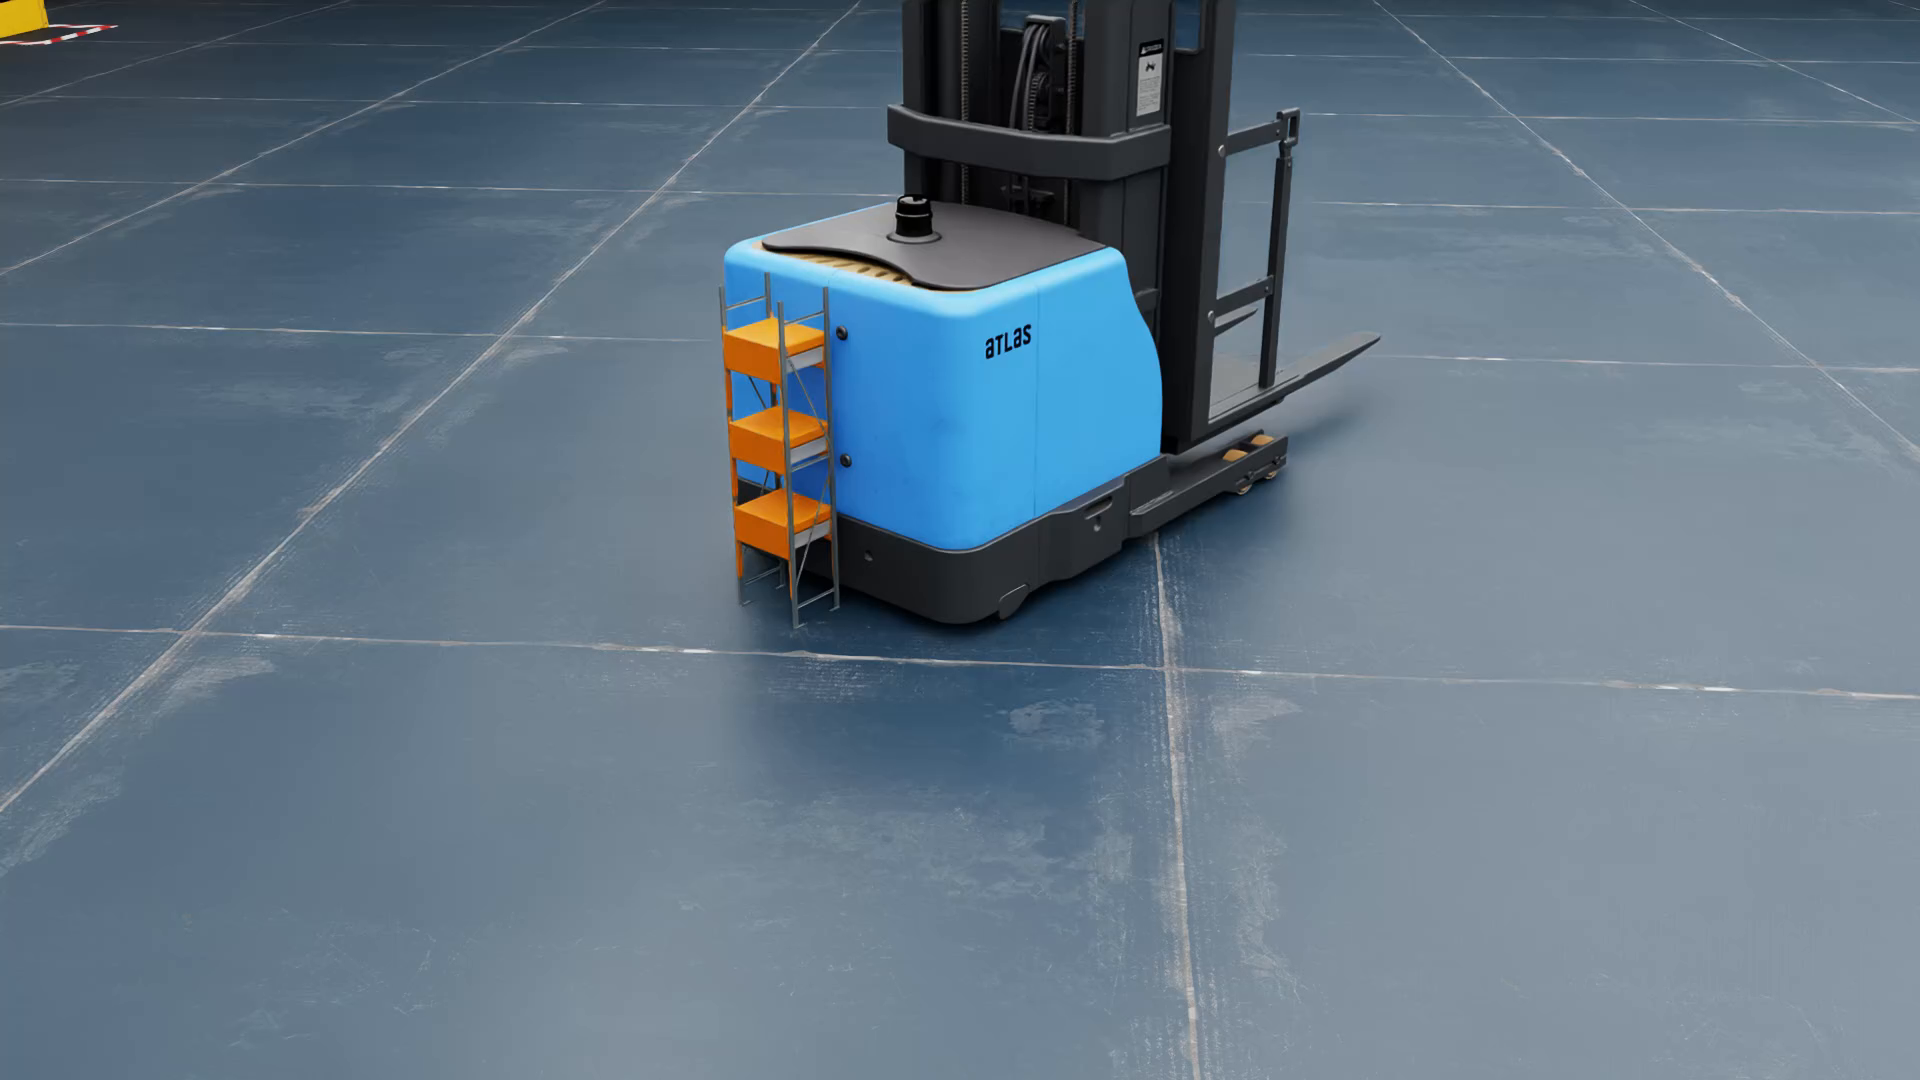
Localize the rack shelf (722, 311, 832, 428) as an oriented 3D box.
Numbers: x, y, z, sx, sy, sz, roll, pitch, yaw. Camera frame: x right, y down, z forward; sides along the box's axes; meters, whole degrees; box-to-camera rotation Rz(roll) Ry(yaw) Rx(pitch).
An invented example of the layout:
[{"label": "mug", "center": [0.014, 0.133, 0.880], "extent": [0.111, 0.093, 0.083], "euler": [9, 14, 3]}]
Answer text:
[{"label": "rack shelf", "center": [-0.543, -0.511, 4.950], "extent": [0.240, 0.259, 0.215], "euler": [19, 31, 36]}]

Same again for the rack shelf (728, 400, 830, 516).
[{"label": "rack shelf", "center": [-0.543, -0.253, 5.069], "extent": [0.240, 0.259, 0.215], "euler": [19, 31, 36]}]

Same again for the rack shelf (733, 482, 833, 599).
[{"label": "rack shelf", "center": [-0.542, -0.001, 5.186], "extent": [0.240, 0.259, 0.215], "euler": [19, 31, 36]}]

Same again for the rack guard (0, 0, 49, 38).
[{"label": "rack guard", "center": [-9.778, -5.398, 16.884], "extent": [0.348, 0.500, 1.175], "euler": [2, 25, 4]}]

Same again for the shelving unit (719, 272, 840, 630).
[{"label": "shelving unit", "center": [-0.543, -0.263, 5.064], "extent": [0.252, 1.050, 0.215], "euler": [19, 31, 36]}]

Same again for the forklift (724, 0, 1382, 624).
[{"label": "forklift", "center": [0.579, -1.618, 5.760], "extent": [1.130, 2.935, 3.031], "euler": [19, 31, 36]}]

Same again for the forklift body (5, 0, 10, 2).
[{"label": "forklift body", "center": [-11.356, -7.515, 19.509], "extent": [1.214, 2.155, 2.313], "euler": [2, 25, 4]}]

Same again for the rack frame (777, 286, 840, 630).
[{"label": "rack frame", "center": [-0.449, -0.230, 4.993], "extent": [0.008, 1.050, 0.200], "euler": [19, 31, 36]}]

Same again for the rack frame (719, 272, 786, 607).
[{"label": "rack frame", "center": [-0.636, -0.296, 5.136], "extent": [0.008, 1.050, 0.200], "euler": [19, 31, 36]}]
